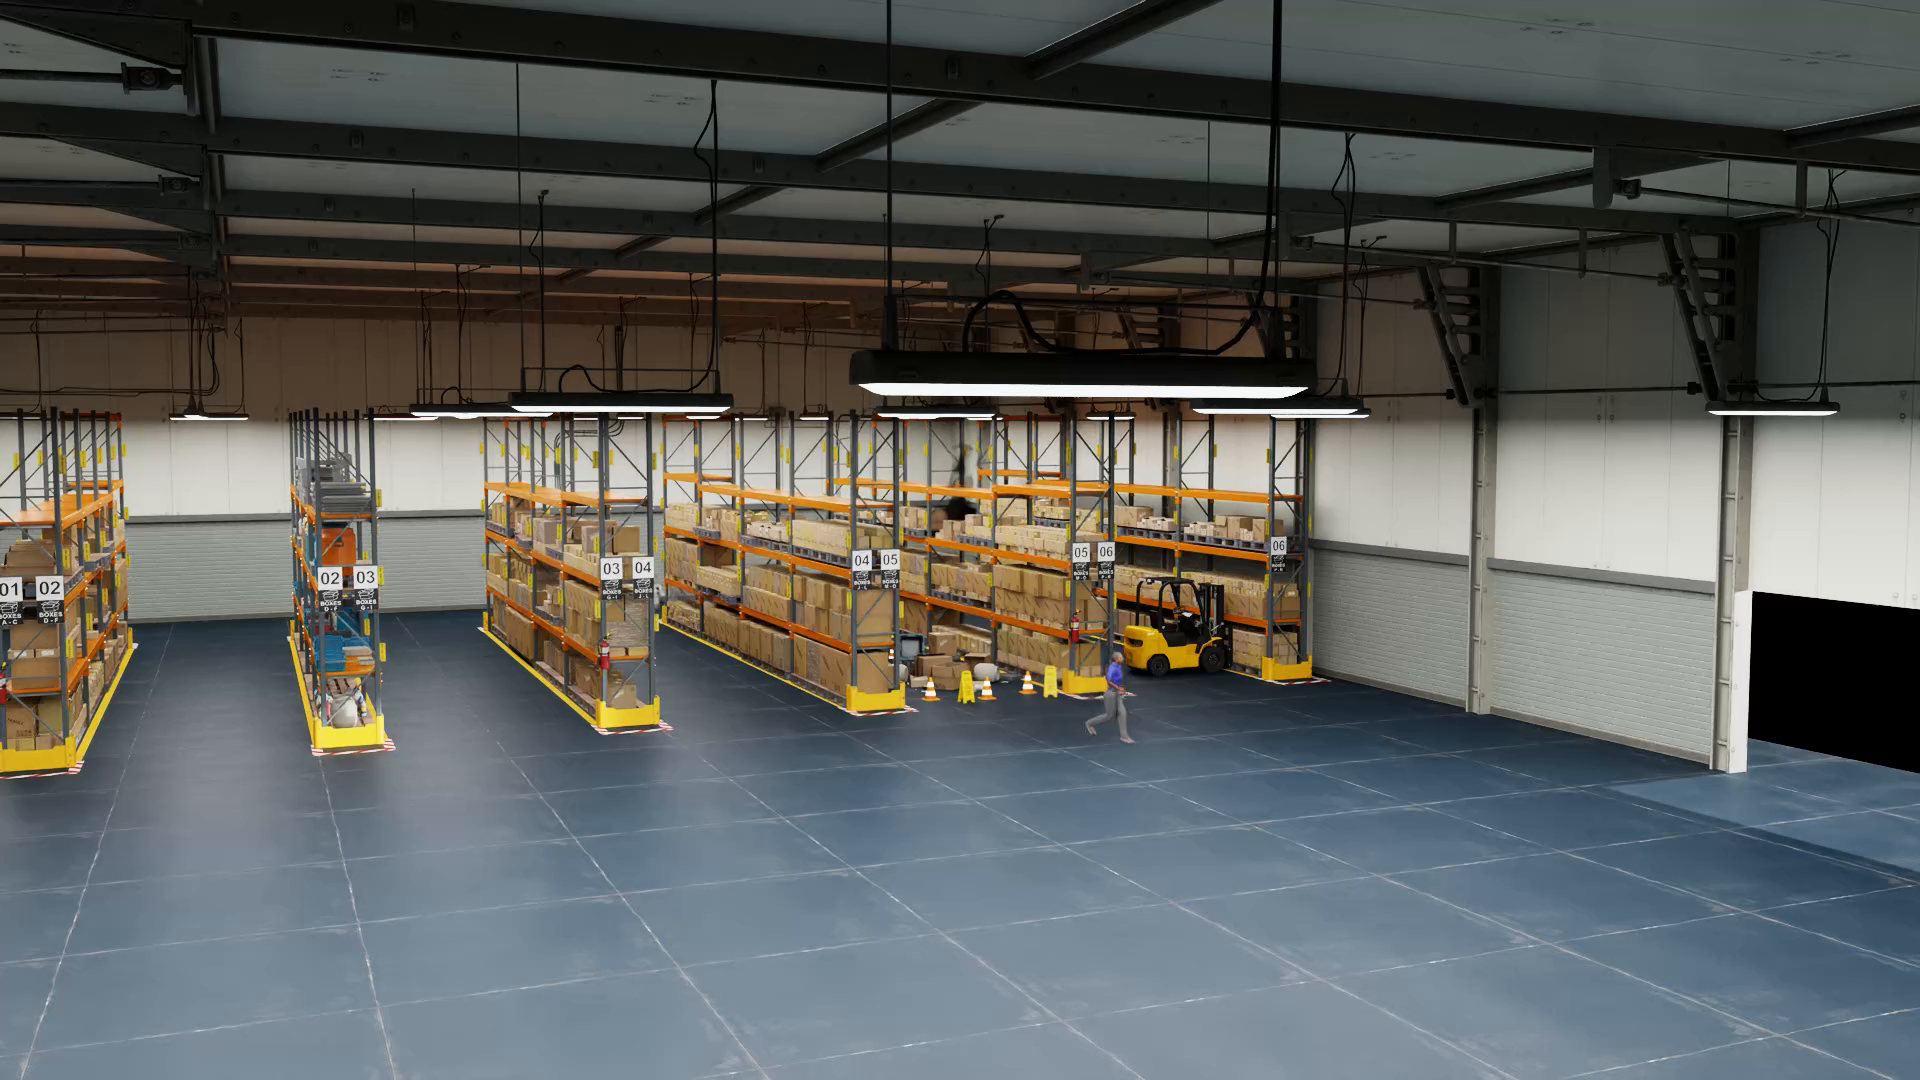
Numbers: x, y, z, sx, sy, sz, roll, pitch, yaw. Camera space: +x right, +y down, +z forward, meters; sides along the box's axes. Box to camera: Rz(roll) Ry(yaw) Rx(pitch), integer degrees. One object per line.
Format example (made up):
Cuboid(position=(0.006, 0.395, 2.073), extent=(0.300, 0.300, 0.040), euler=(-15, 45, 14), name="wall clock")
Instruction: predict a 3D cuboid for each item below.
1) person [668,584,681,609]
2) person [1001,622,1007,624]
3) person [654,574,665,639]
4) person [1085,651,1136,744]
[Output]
Cuboid(position=(-8.301, 1.512, 48.924), extent=(0.668, 1.619, 0.601), euler=(-2, 4, -22), name="person")
Cuboid(position=(1.037, 1.822, 43.947), extent=(0.587, 1.759, 0.758), euler=(-2, 4, -24), name="person")
Cuboid(position=(-8.193, 1.767, 44.524), extent=(0.587, 1.749, 0.798), euler=(-2, 4, -22), name="person")
Cuboid(position=(2.713, 2.827, 29.879), extent=(0.933, 1.635, 0.599), euler=(1, 4, 16), name="person")
